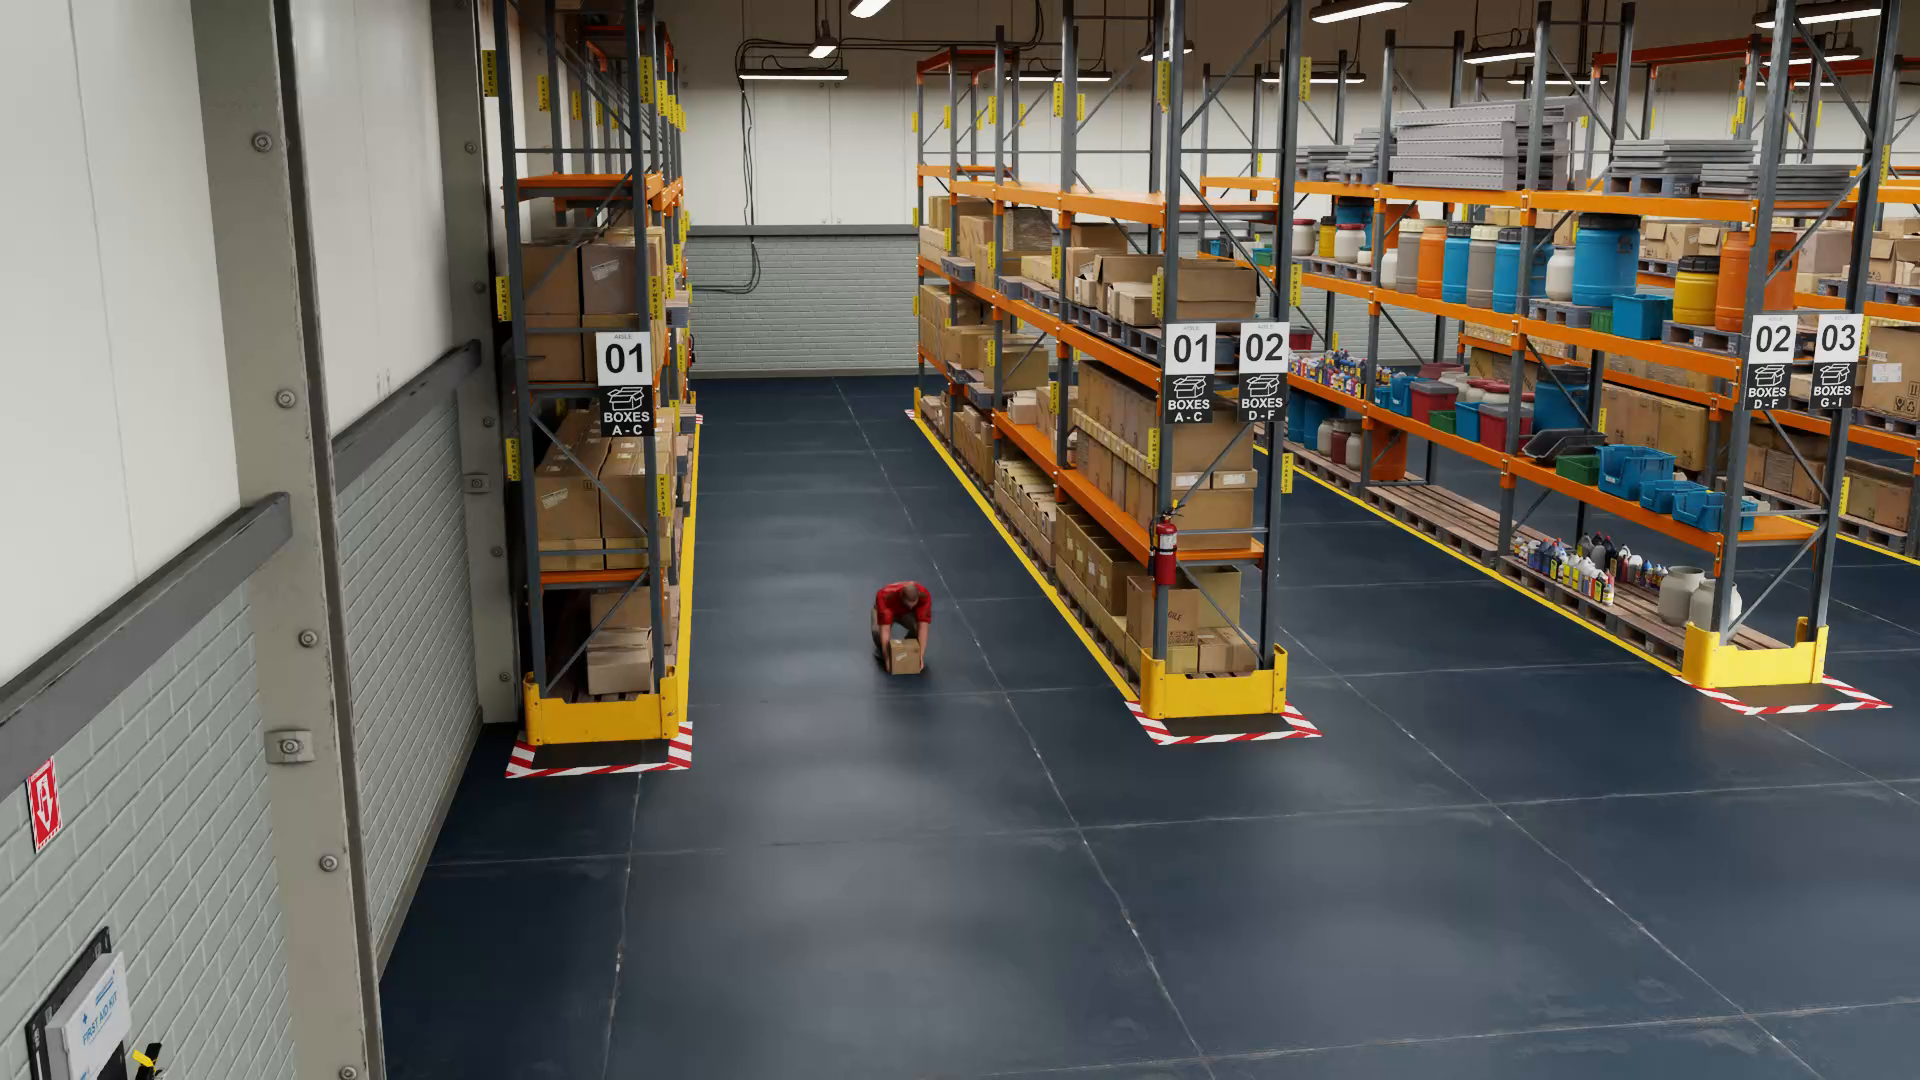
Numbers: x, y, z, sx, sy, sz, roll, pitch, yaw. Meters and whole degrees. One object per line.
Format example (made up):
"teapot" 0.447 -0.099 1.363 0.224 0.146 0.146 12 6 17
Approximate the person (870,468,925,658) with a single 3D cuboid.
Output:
"person" -0.549 0.226 15.072 0.493 1.712 0.537 -2 13 -8
